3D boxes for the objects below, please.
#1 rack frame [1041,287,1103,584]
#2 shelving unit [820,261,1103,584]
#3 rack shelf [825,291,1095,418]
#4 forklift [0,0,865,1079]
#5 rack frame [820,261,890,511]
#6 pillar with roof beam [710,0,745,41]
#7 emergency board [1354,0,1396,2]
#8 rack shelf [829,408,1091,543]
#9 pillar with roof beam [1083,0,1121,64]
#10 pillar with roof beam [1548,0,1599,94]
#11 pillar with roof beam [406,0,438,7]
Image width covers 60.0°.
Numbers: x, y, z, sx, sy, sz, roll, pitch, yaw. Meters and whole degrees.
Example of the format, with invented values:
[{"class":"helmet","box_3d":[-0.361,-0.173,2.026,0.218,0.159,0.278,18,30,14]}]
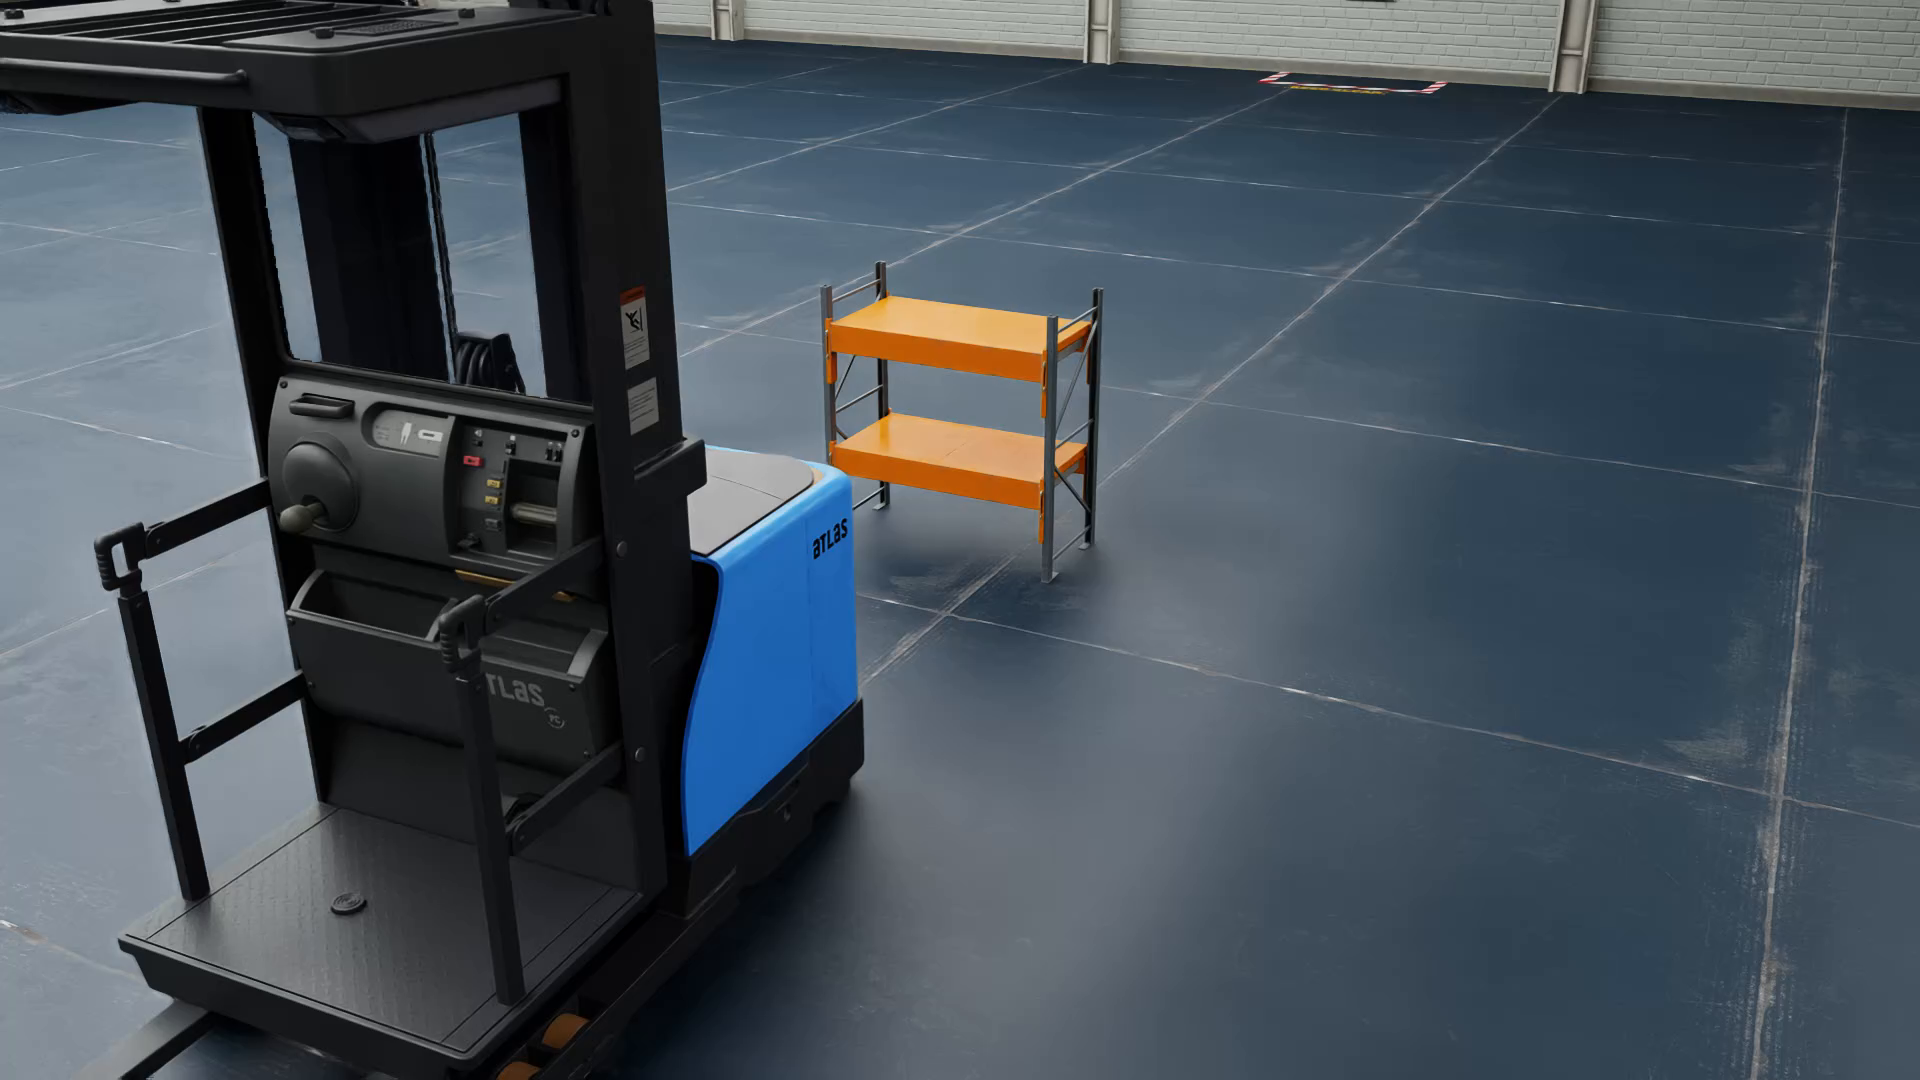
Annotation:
[{"class":"rack frame","box_3d":[0.460,-0.427,6.816,0.032,1.125,0.500,11,25,25]},{"class":"shelving unit","box_3d":[0.006,-0.516,7.027,1.048,1.125,0.538,11,25,25]},{"class":"rack shelf","box_3d":[0.006,-0.786,6.913,1.000,0.278,0.538,11,25,25]},{"class":"forklift","box_3d":[-1.378,-0.134,3.819,1.130,2.935,3.031,10,25,22]},{"class":"rack frame","box_3d":[-0.448,-0.606,7.238,0.032,1.125,0.500,11,25,25]},{"class":"pillar with roof beam","box_3d":[-5.401,-10.118,19.542,0.400,9.000,9.100,11,25,25]},{"class":"emergency board","box_3d":[5.063,-7.199,20.345,0.626,1.169,0.157,11,25,25]},{"class":"rack shelf","box_3d":[0.006,-0.291,7.123,1.000,0.278,0.538,11,25,25]},{"class":"pillar with roof beam","box_3d":[-0.047,-9.058,17.051,0.400,9.000,9.100,11,25,25]},{"class":"pillar with roof beam","box_3d":[5.308,-7.999,14.560,0.400,9.000,9.100,11,25,25]},{"class":"pillar with roof beam","box_3d":[-10.756,-11.177,22.033,0.400,9.000,9.100,11,25,25]}]
